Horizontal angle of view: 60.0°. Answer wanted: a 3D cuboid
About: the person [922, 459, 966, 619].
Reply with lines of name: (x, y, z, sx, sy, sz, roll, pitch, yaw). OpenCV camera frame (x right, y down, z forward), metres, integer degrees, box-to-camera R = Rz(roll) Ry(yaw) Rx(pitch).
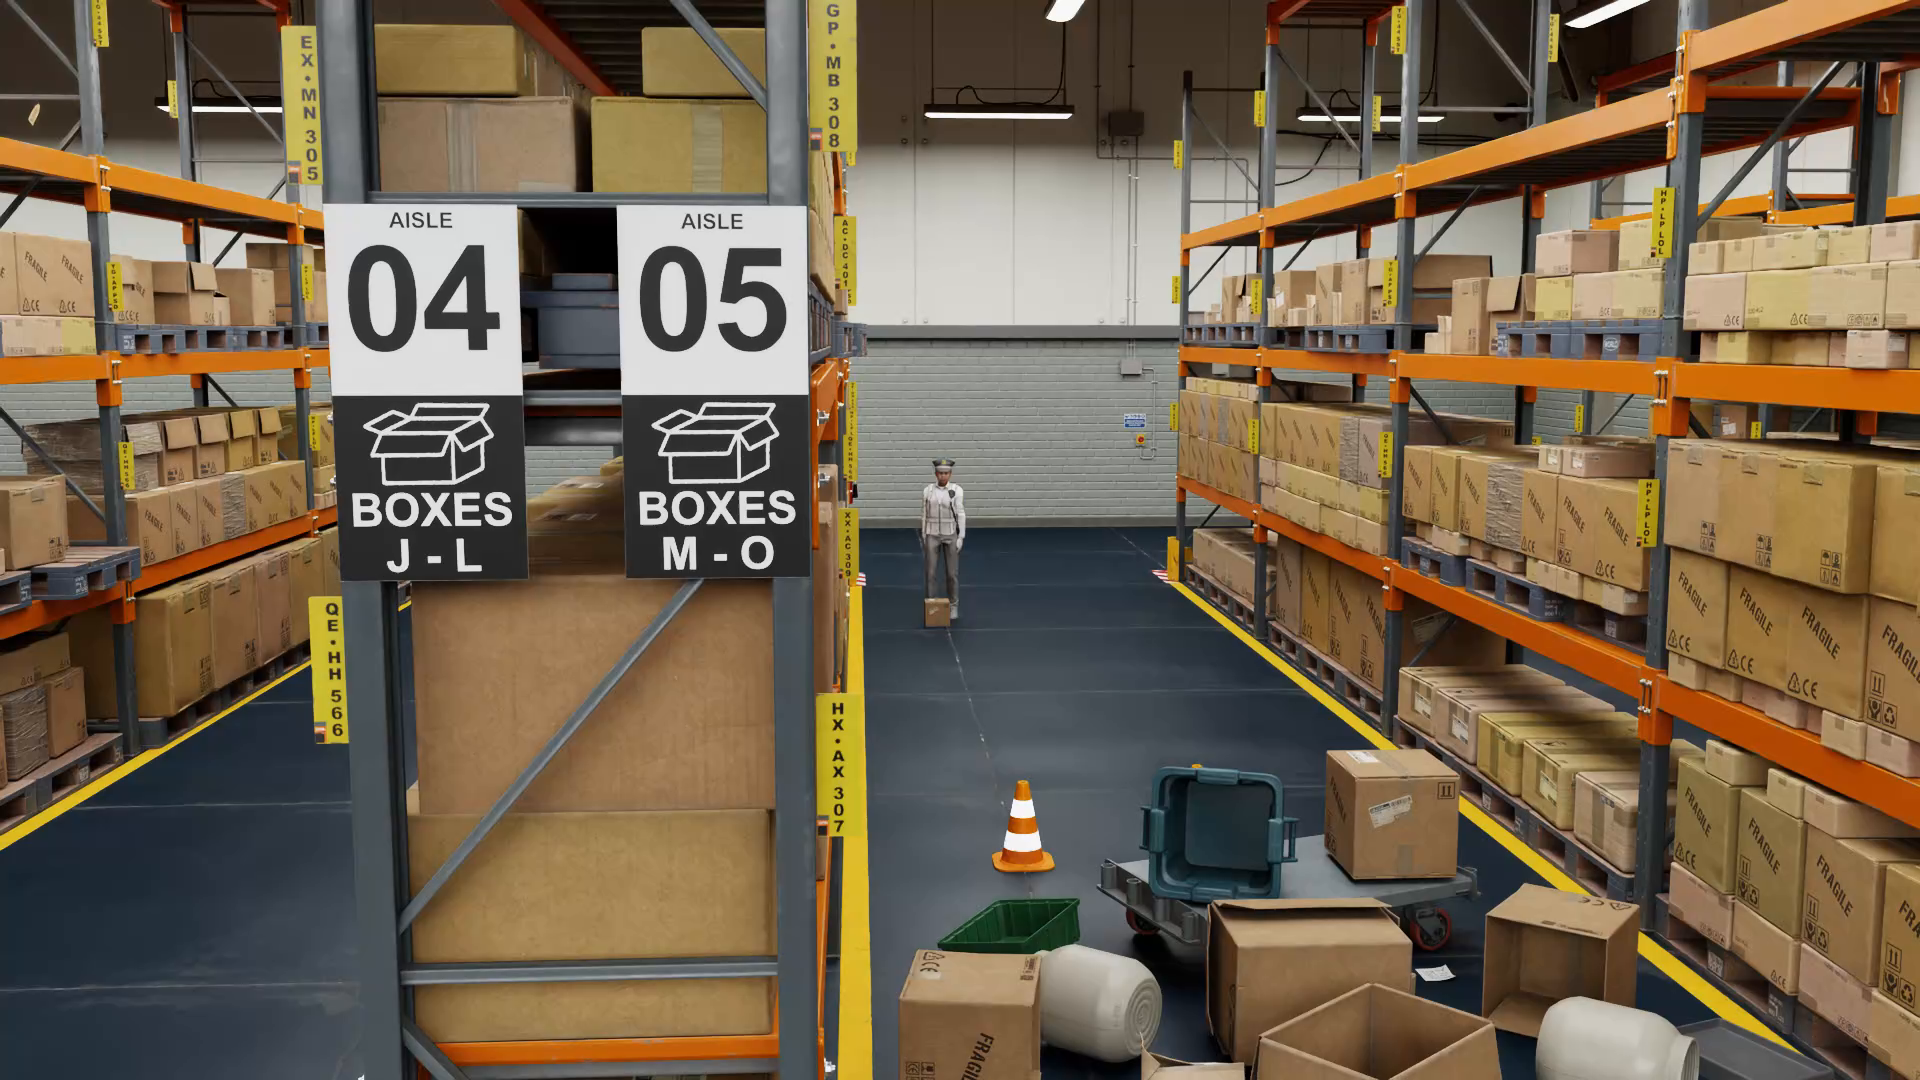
person: (-0.176, -0.009, 17.368, 0.467, 1.688, 0.333, 1, 7, 7)
